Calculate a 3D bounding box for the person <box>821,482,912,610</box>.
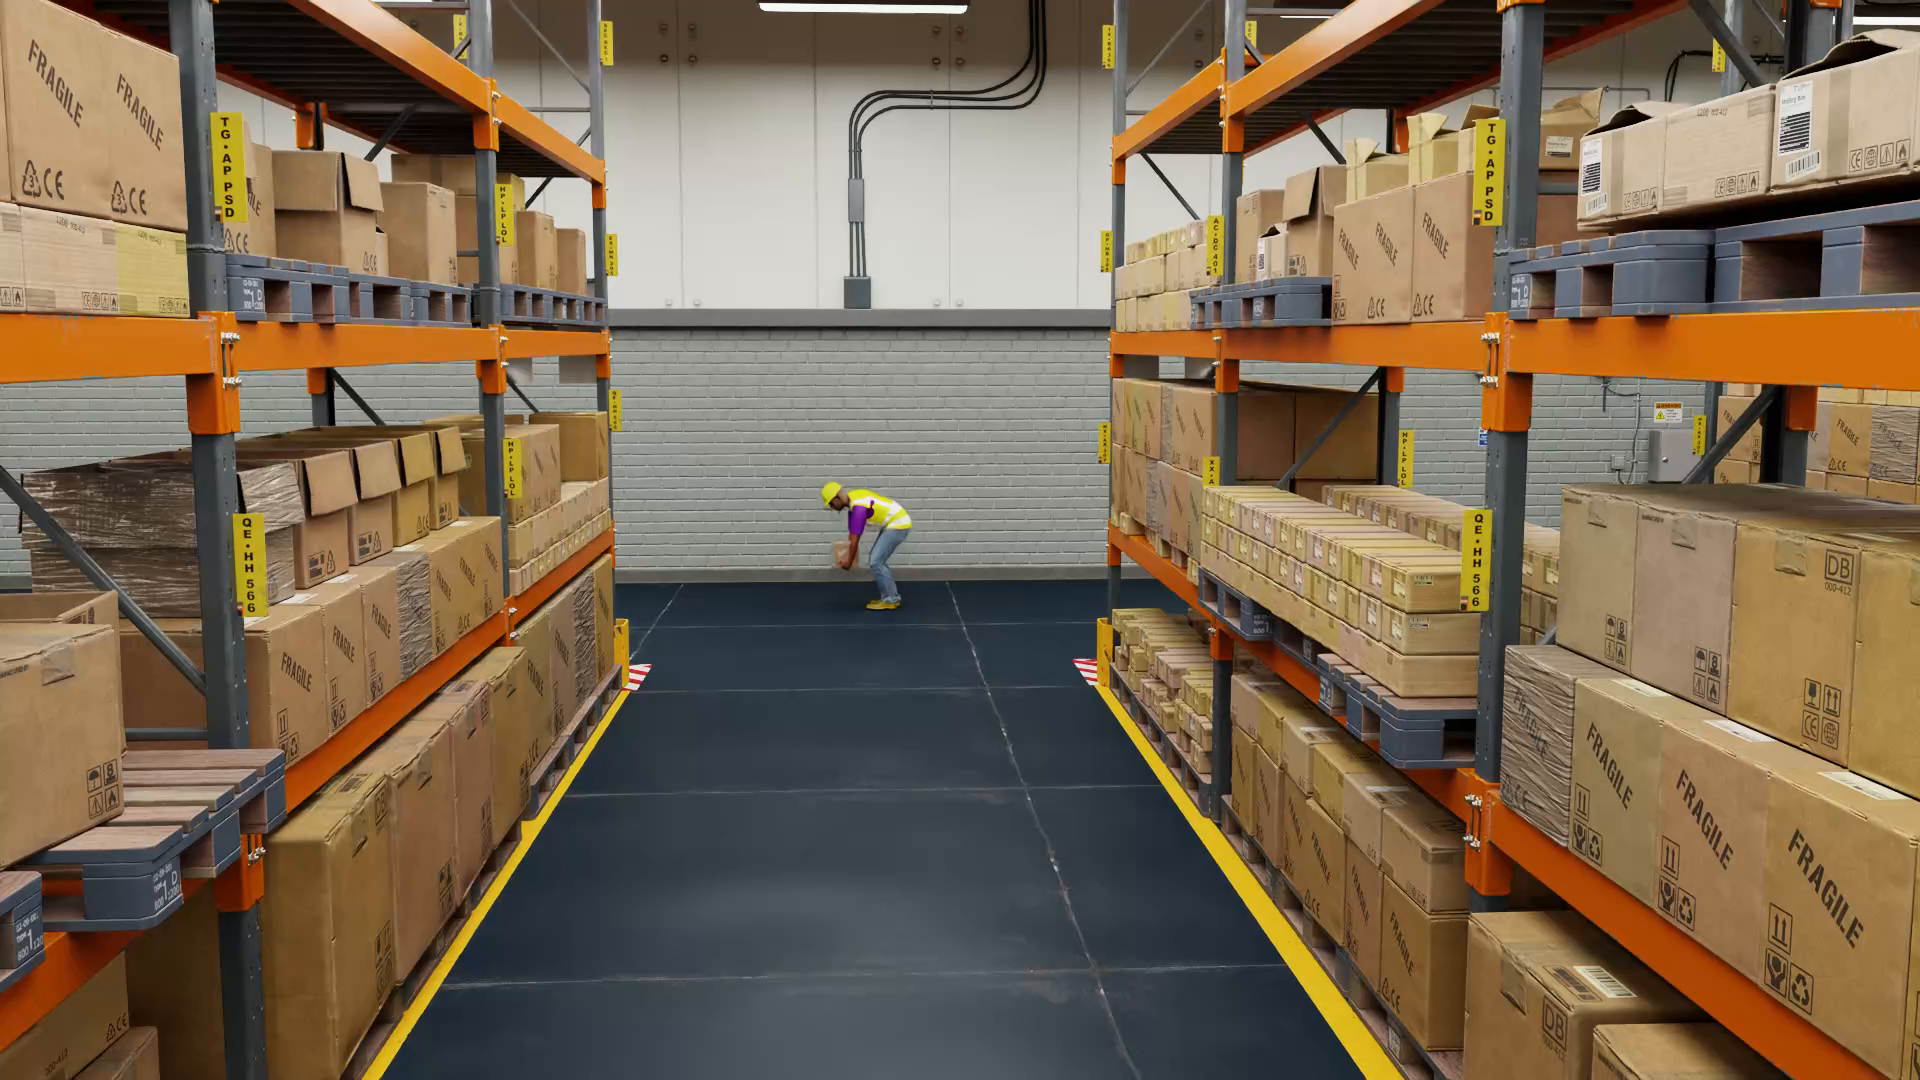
[{"bbox_3d":[-0.955,0.056,17.079,0.923,1.311,0.494,-1,7,-6],"label":"person"}]
